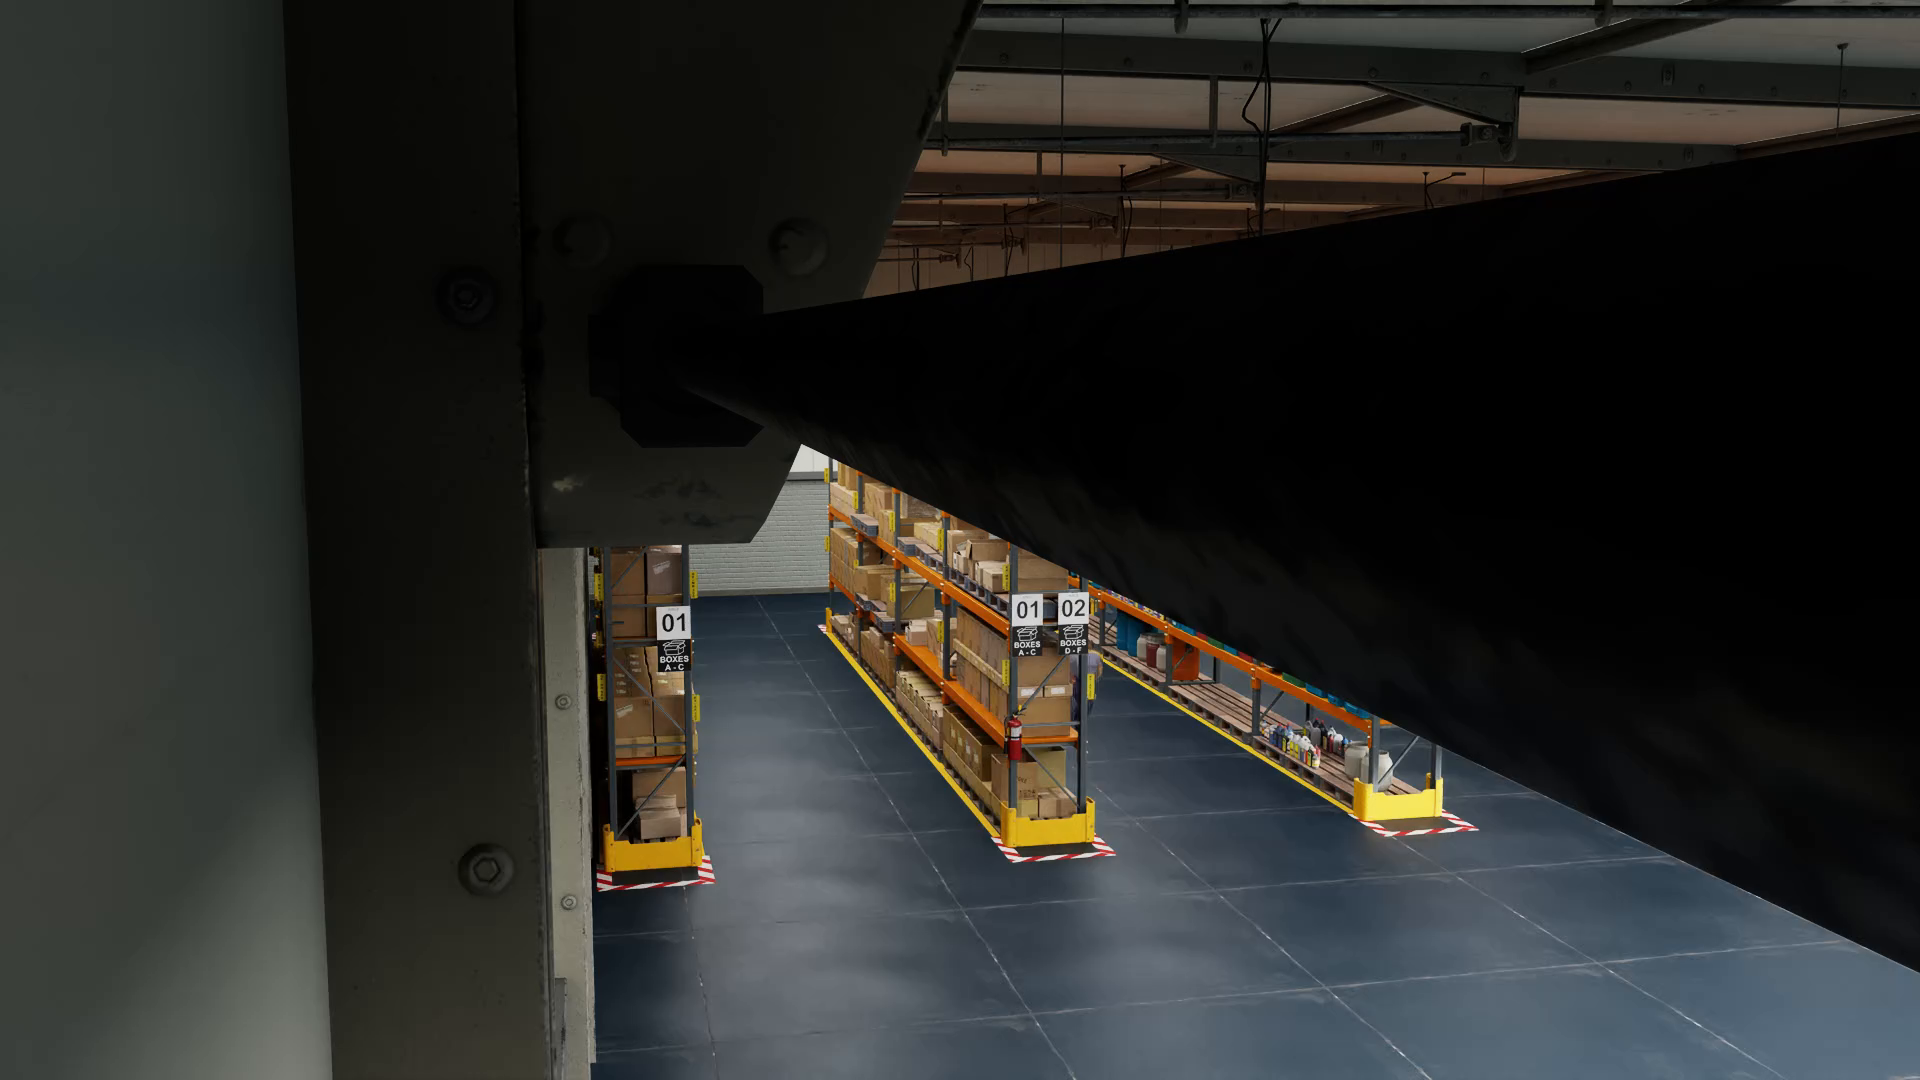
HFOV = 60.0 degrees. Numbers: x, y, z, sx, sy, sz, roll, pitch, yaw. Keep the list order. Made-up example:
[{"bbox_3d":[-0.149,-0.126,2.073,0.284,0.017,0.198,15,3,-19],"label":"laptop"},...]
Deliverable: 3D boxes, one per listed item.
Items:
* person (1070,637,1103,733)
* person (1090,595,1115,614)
[{"bbox_3d":[2.039,2.361,26.739,0.580,1.638,0.638,-2,7,-19],"label":"person"},{"bbox_3d":[3.208,0.925,38.667,0.857,1.677,0.620,0,7,-1],"label":"person"}]
